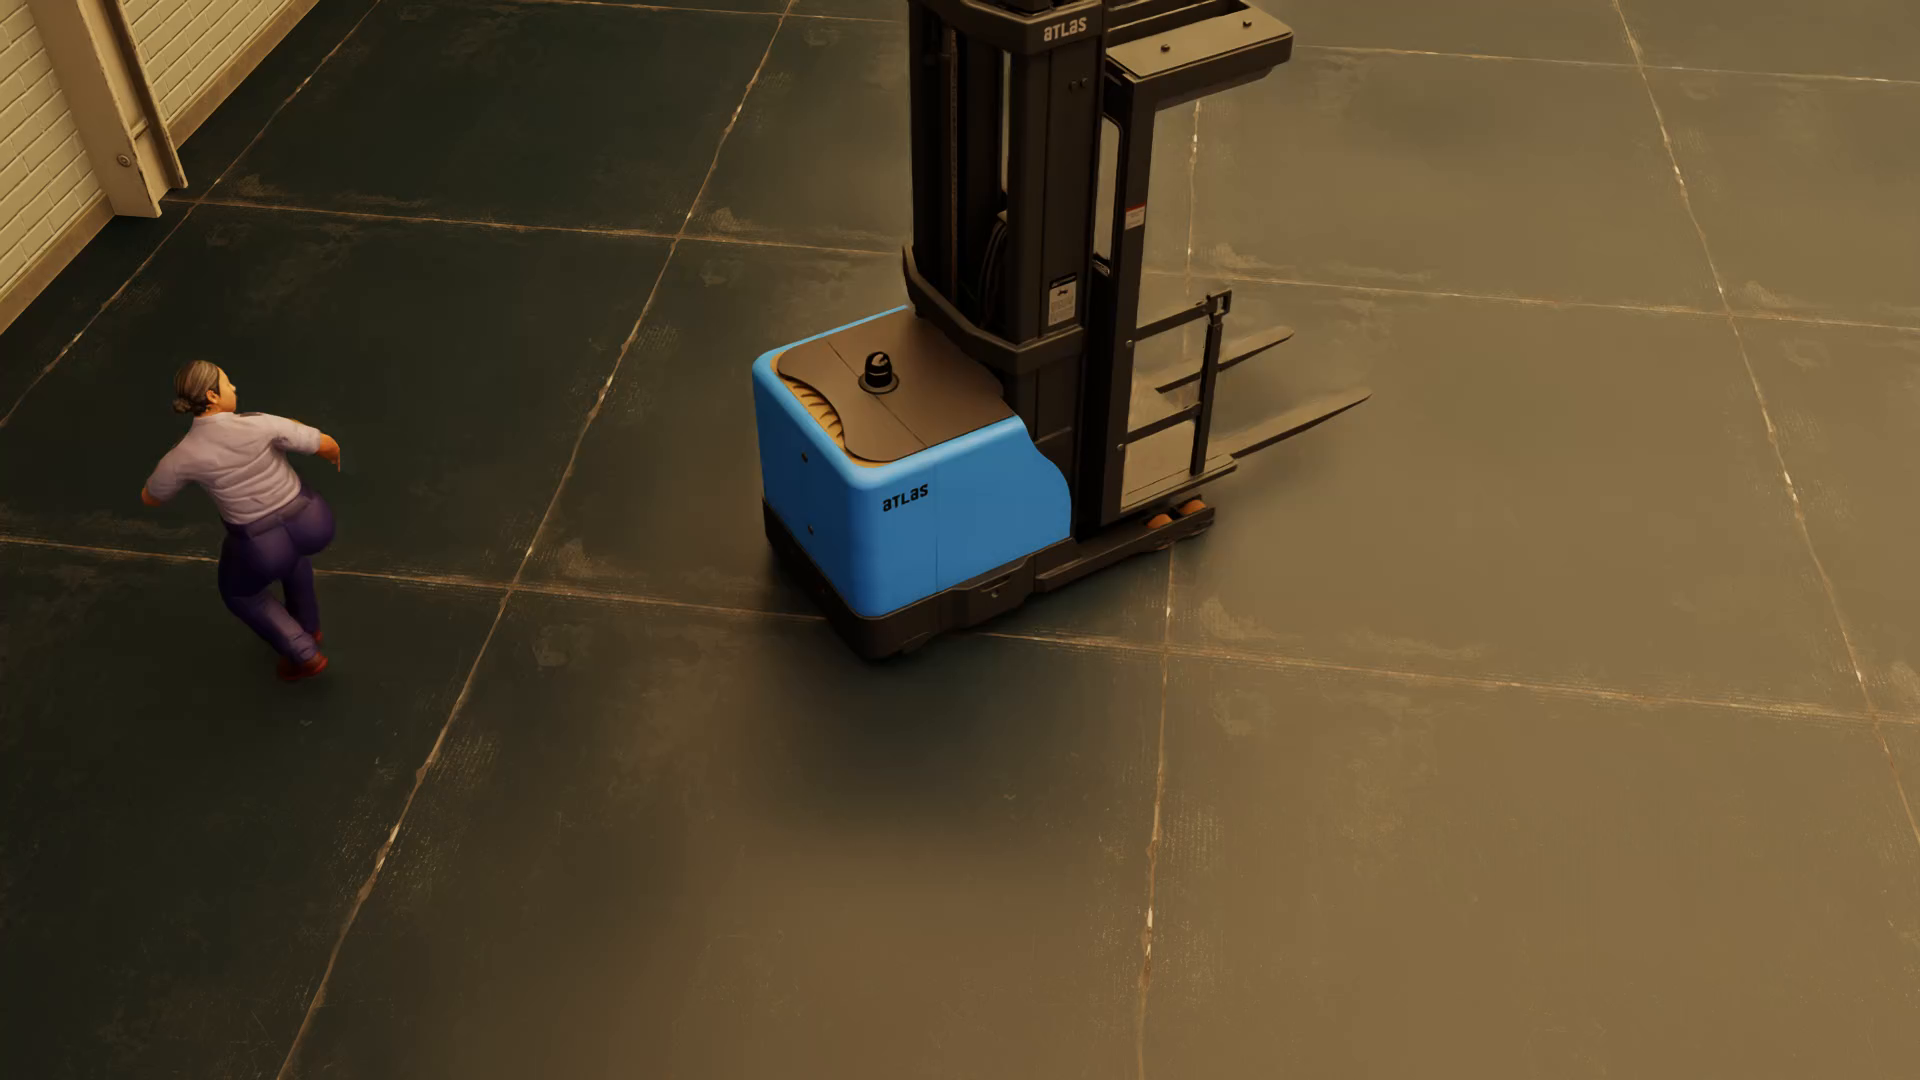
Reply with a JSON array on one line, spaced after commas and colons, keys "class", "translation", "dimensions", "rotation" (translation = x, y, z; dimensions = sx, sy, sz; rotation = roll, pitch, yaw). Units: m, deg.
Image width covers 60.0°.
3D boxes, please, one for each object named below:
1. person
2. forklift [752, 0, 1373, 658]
[{"class": "person", "translation": [-2.913, -0.133, 6.898], "dimensions": [0.779, 1.541, 0.740], "rotation": [-31, 51, -29]}, {"class": "forklift", "translation": [0.614, -1.319, 7.161], "dimensions": [3.031, 2.935, 1.130], "rotation": [-22, 47, -22]}]
